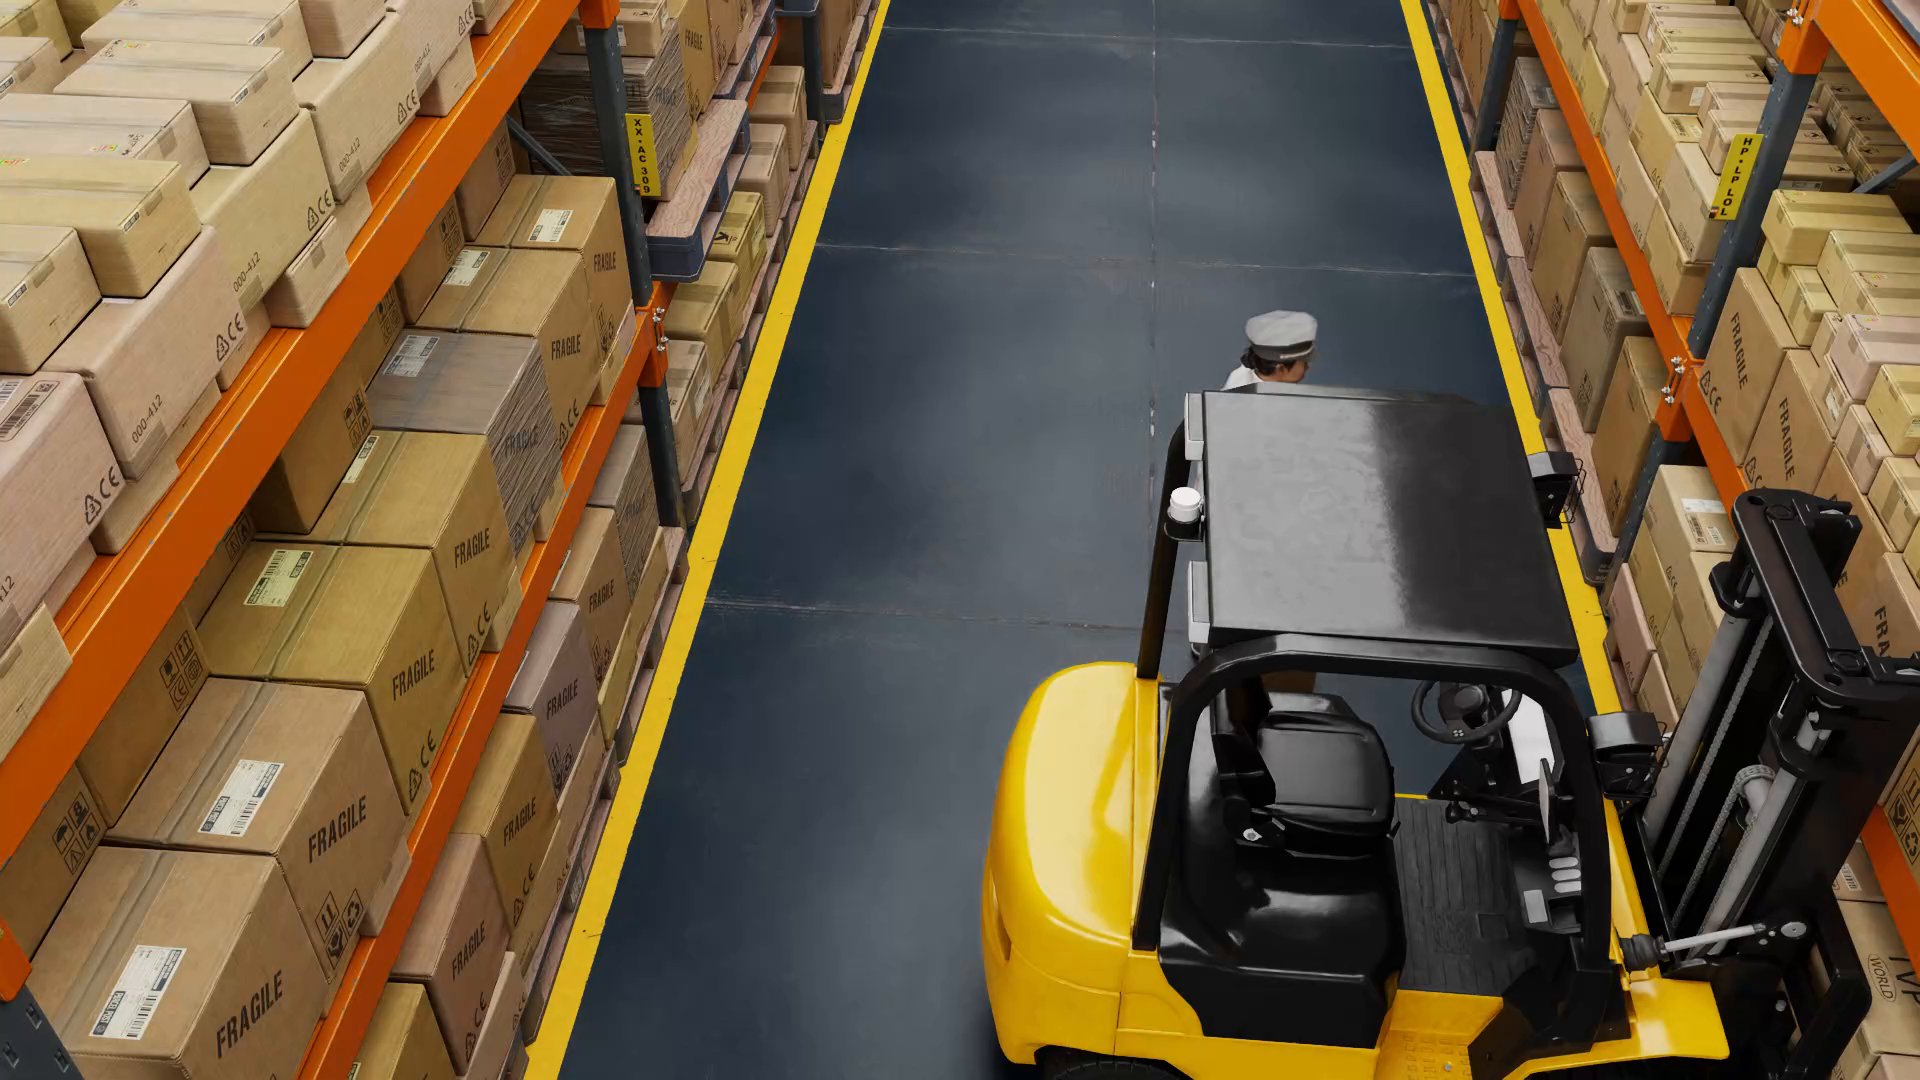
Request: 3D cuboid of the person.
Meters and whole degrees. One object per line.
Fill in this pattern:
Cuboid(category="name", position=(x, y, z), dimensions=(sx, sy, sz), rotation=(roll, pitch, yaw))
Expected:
Cuboid(category="person", position=(1.072, -0.113, 6.286), dimensions=(0.374, 1.664, 0.540), rotation=(2, 40, 2))
